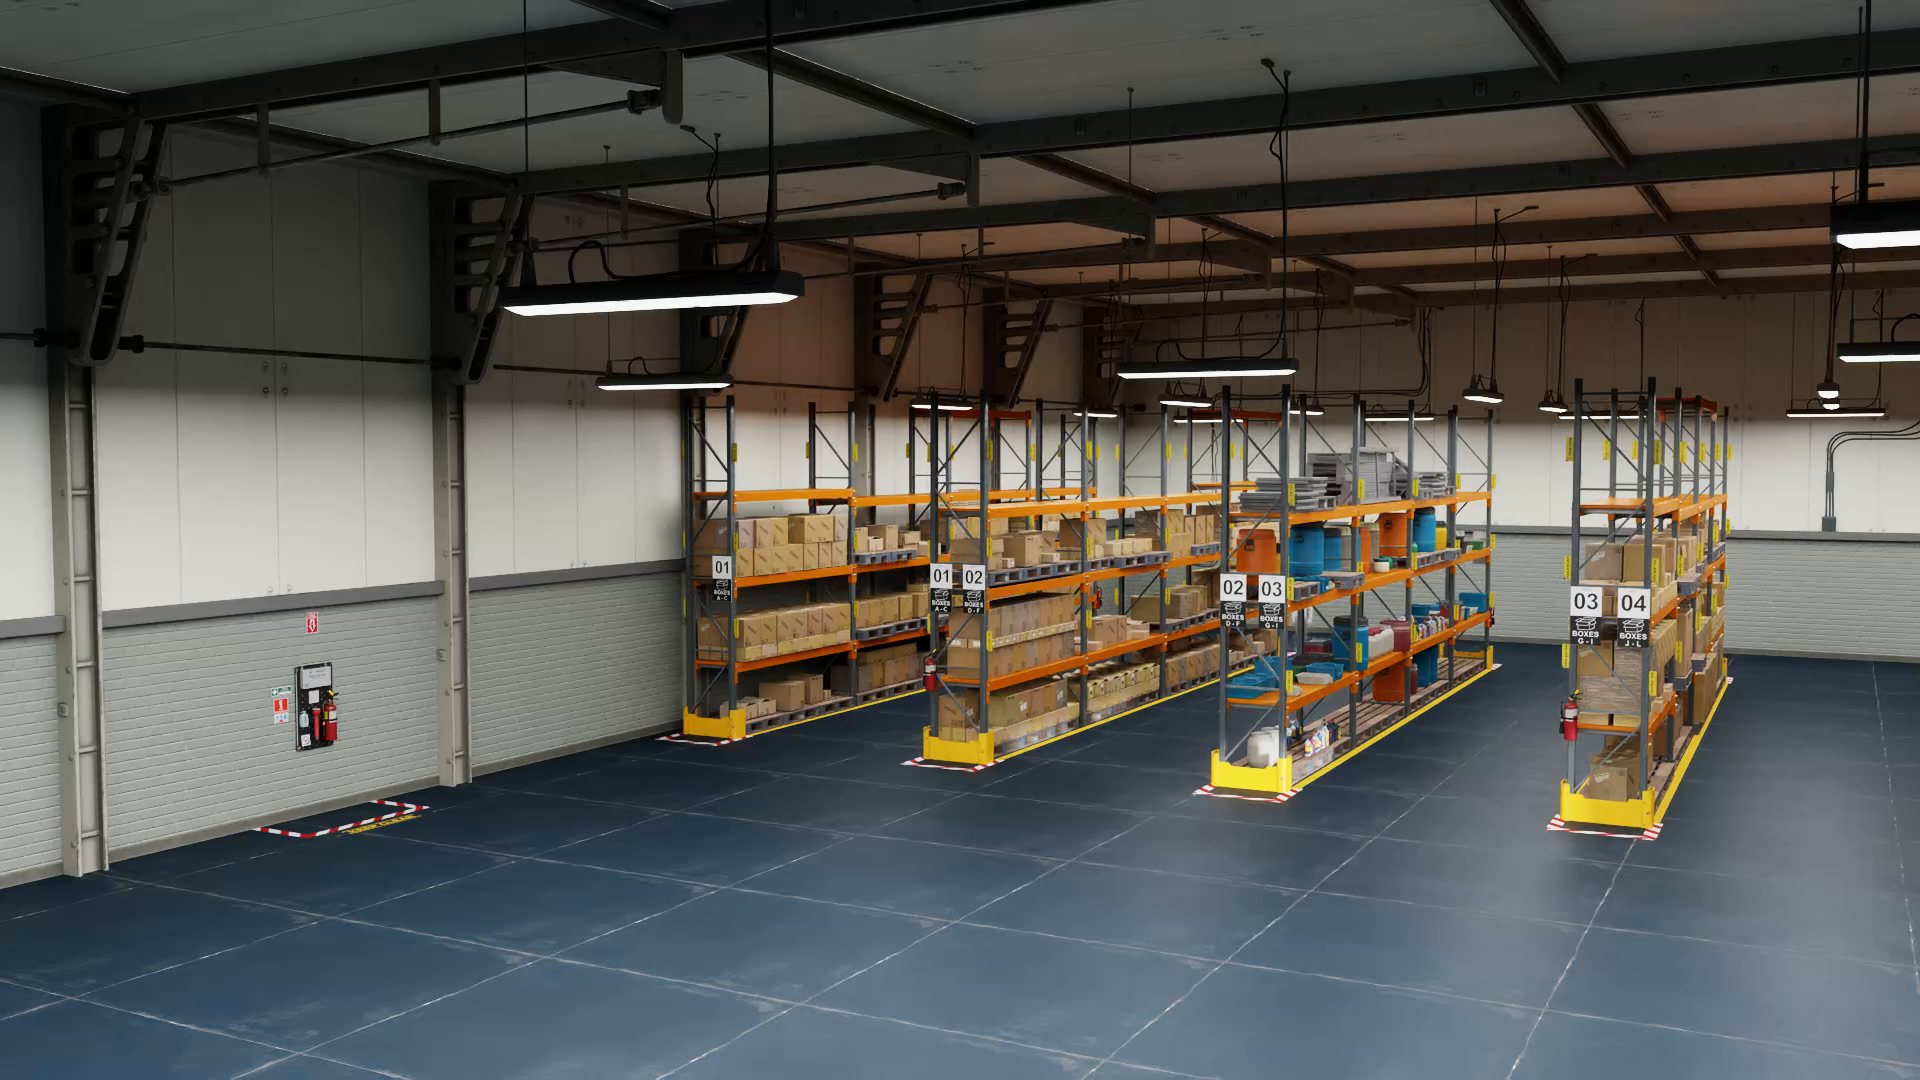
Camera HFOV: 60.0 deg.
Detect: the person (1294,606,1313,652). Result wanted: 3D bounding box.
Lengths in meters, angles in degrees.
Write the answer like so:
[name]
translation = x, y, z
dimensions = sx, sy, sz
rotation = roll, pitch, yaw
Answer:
[person]
translation = 8.627, 1.970, 41.758
dimensions = 0.515, 1.706, 0.424
rotation = 2, 3, 27
